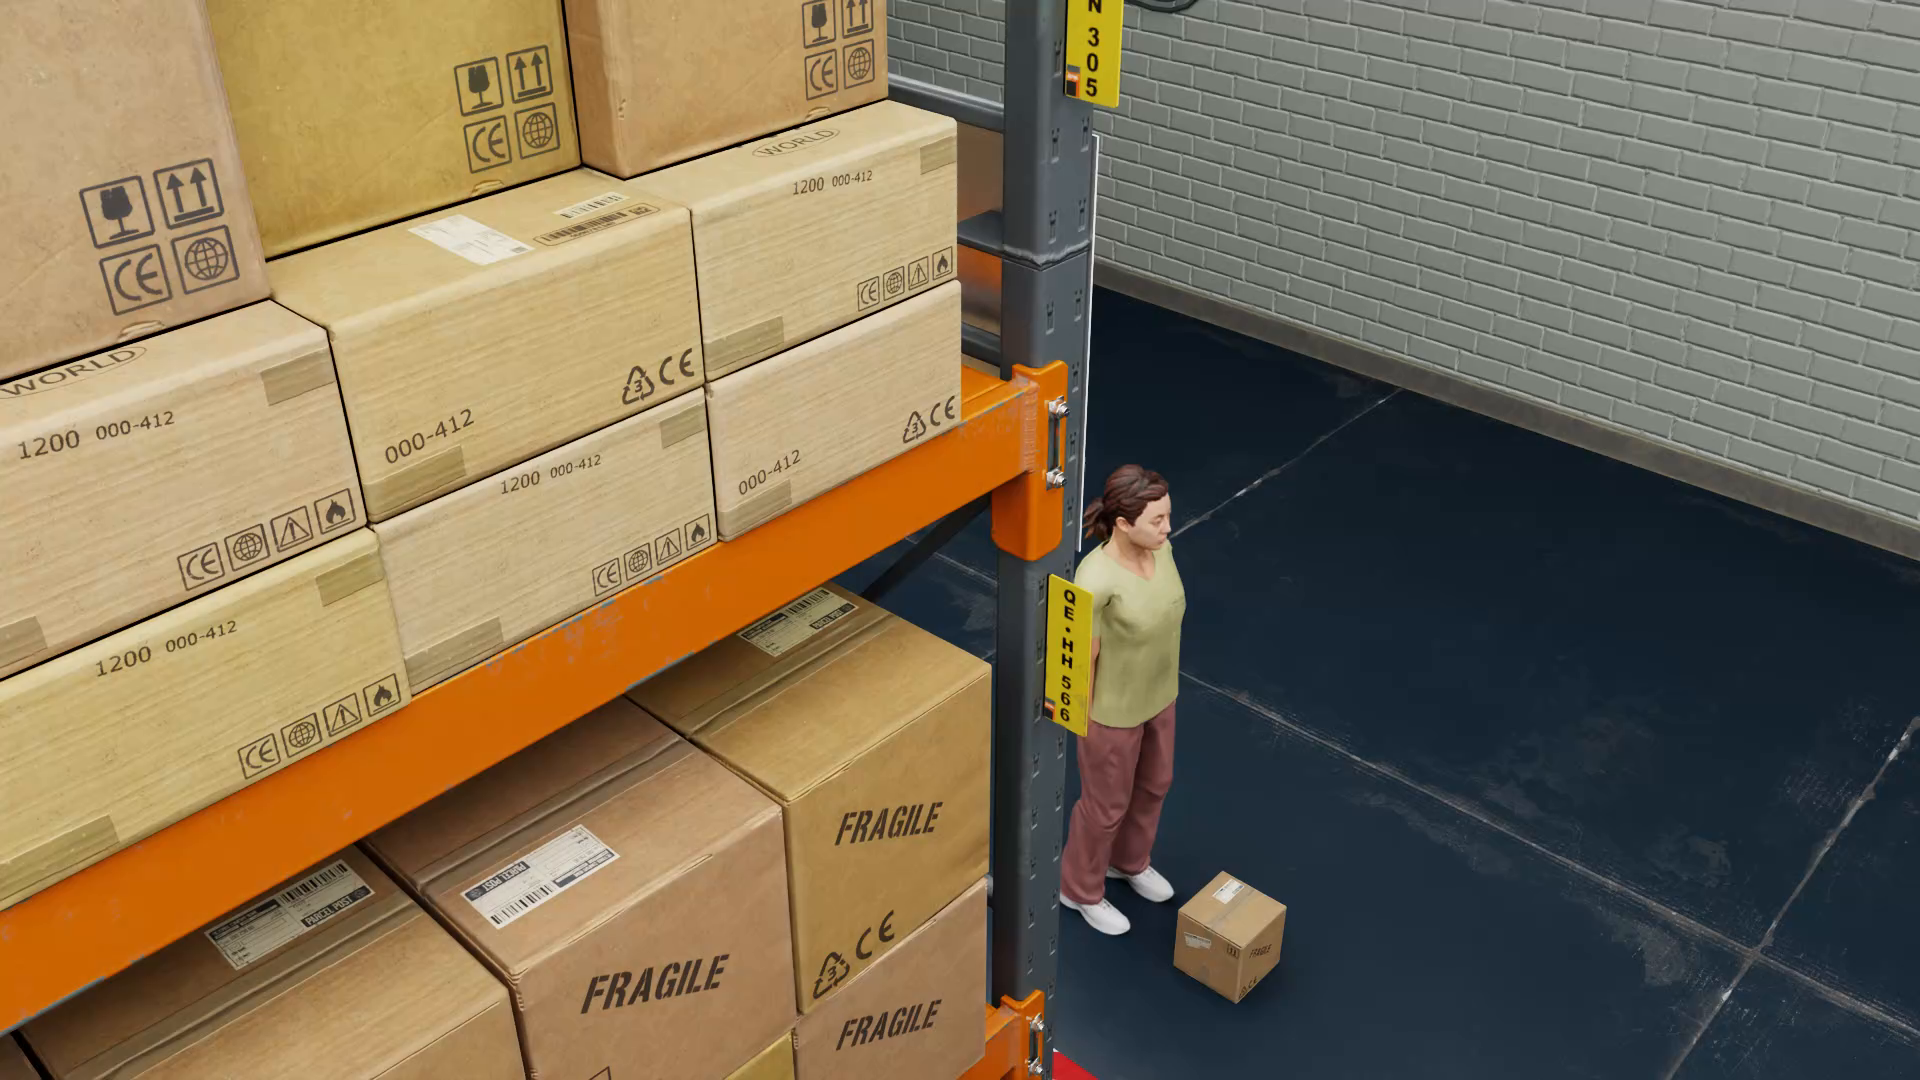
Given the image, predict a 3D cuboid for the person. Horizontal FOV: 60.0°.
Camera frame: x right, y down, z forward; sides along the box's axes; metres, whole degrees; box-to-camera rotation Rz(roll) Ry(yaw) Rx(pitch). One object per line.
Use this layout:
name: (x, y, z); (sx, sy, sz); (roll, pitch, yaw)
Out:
person: (0.526, 0.506, 5.315); (0.362, 1.670, 0.441); (26, 40, 36)
